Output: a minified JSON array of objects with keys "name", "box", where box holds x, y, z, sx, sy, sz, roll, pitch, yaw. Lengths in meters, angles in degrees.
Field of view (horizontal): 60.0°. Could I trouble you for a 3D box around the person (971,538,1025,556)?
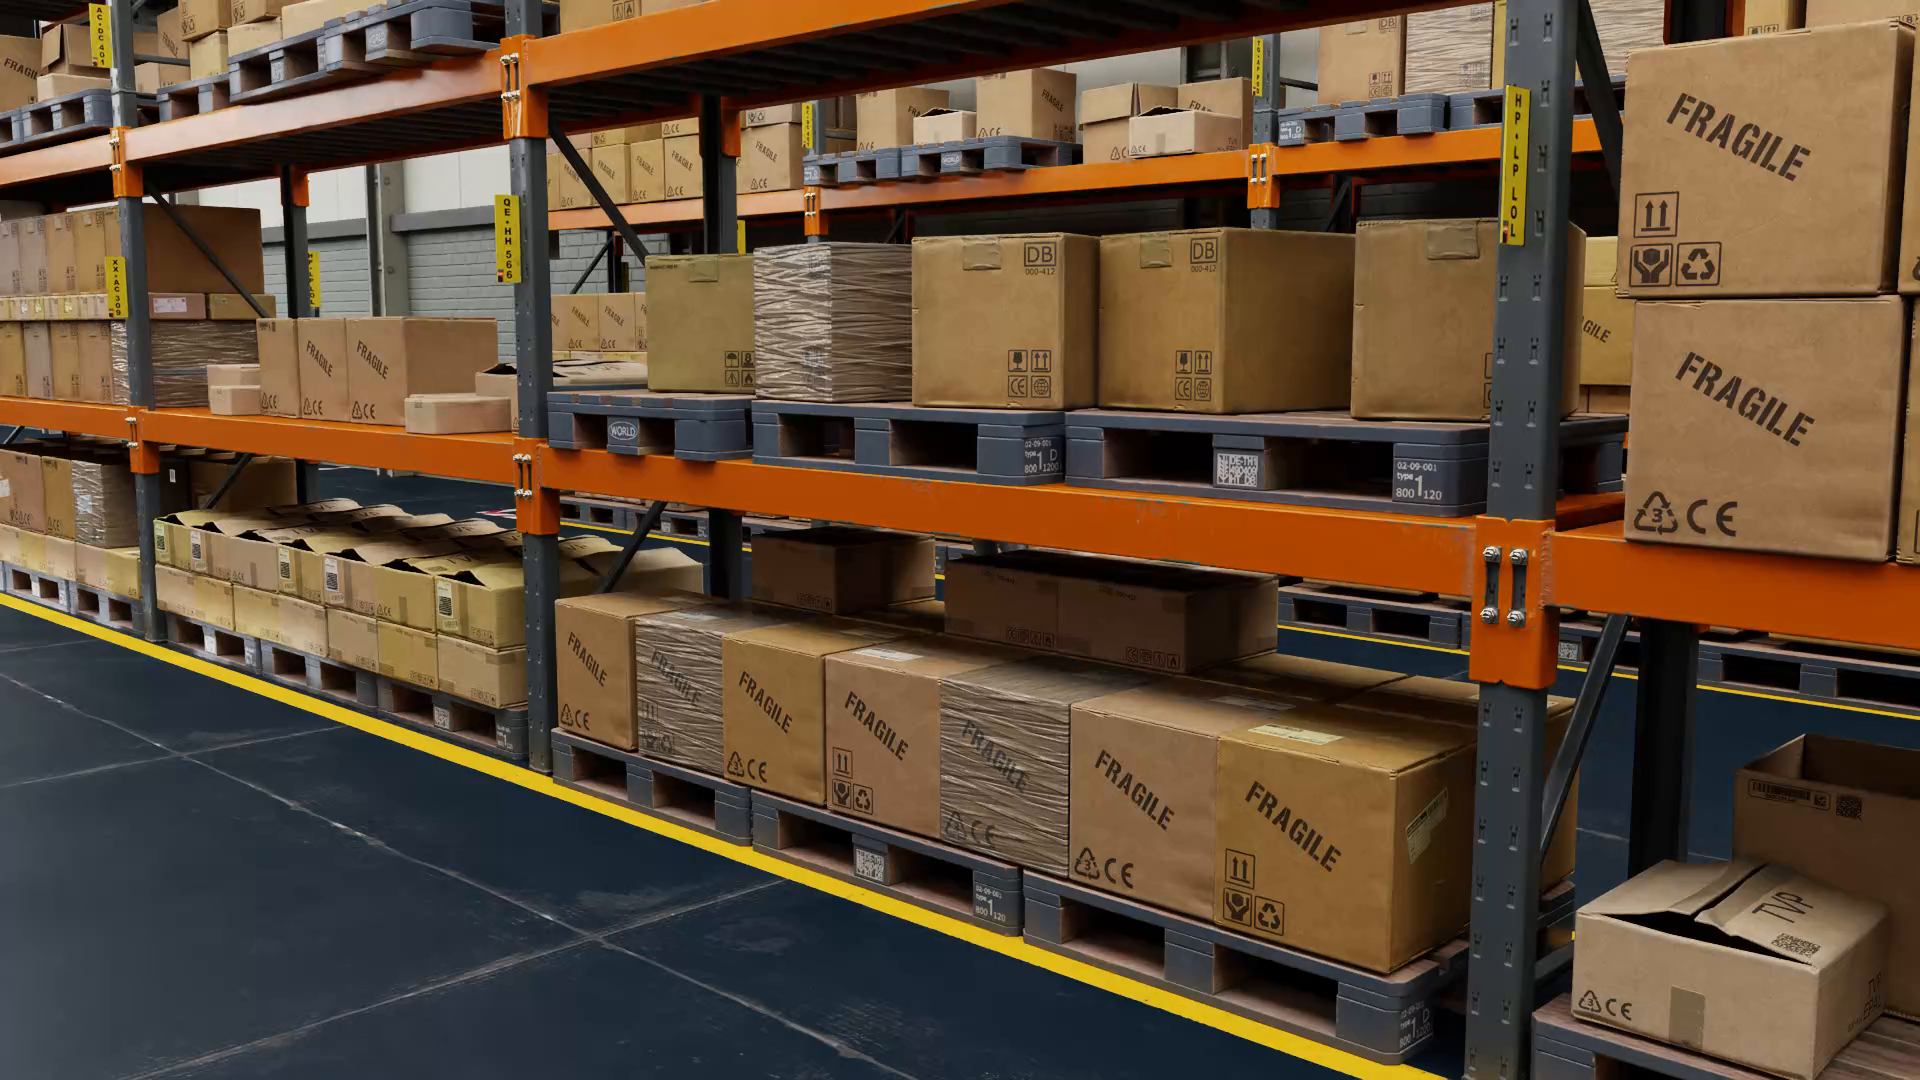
[{"name":"person","box":[0.197,-0.239,9.144,0.547,1.667,0.409,6,9,40]}]
